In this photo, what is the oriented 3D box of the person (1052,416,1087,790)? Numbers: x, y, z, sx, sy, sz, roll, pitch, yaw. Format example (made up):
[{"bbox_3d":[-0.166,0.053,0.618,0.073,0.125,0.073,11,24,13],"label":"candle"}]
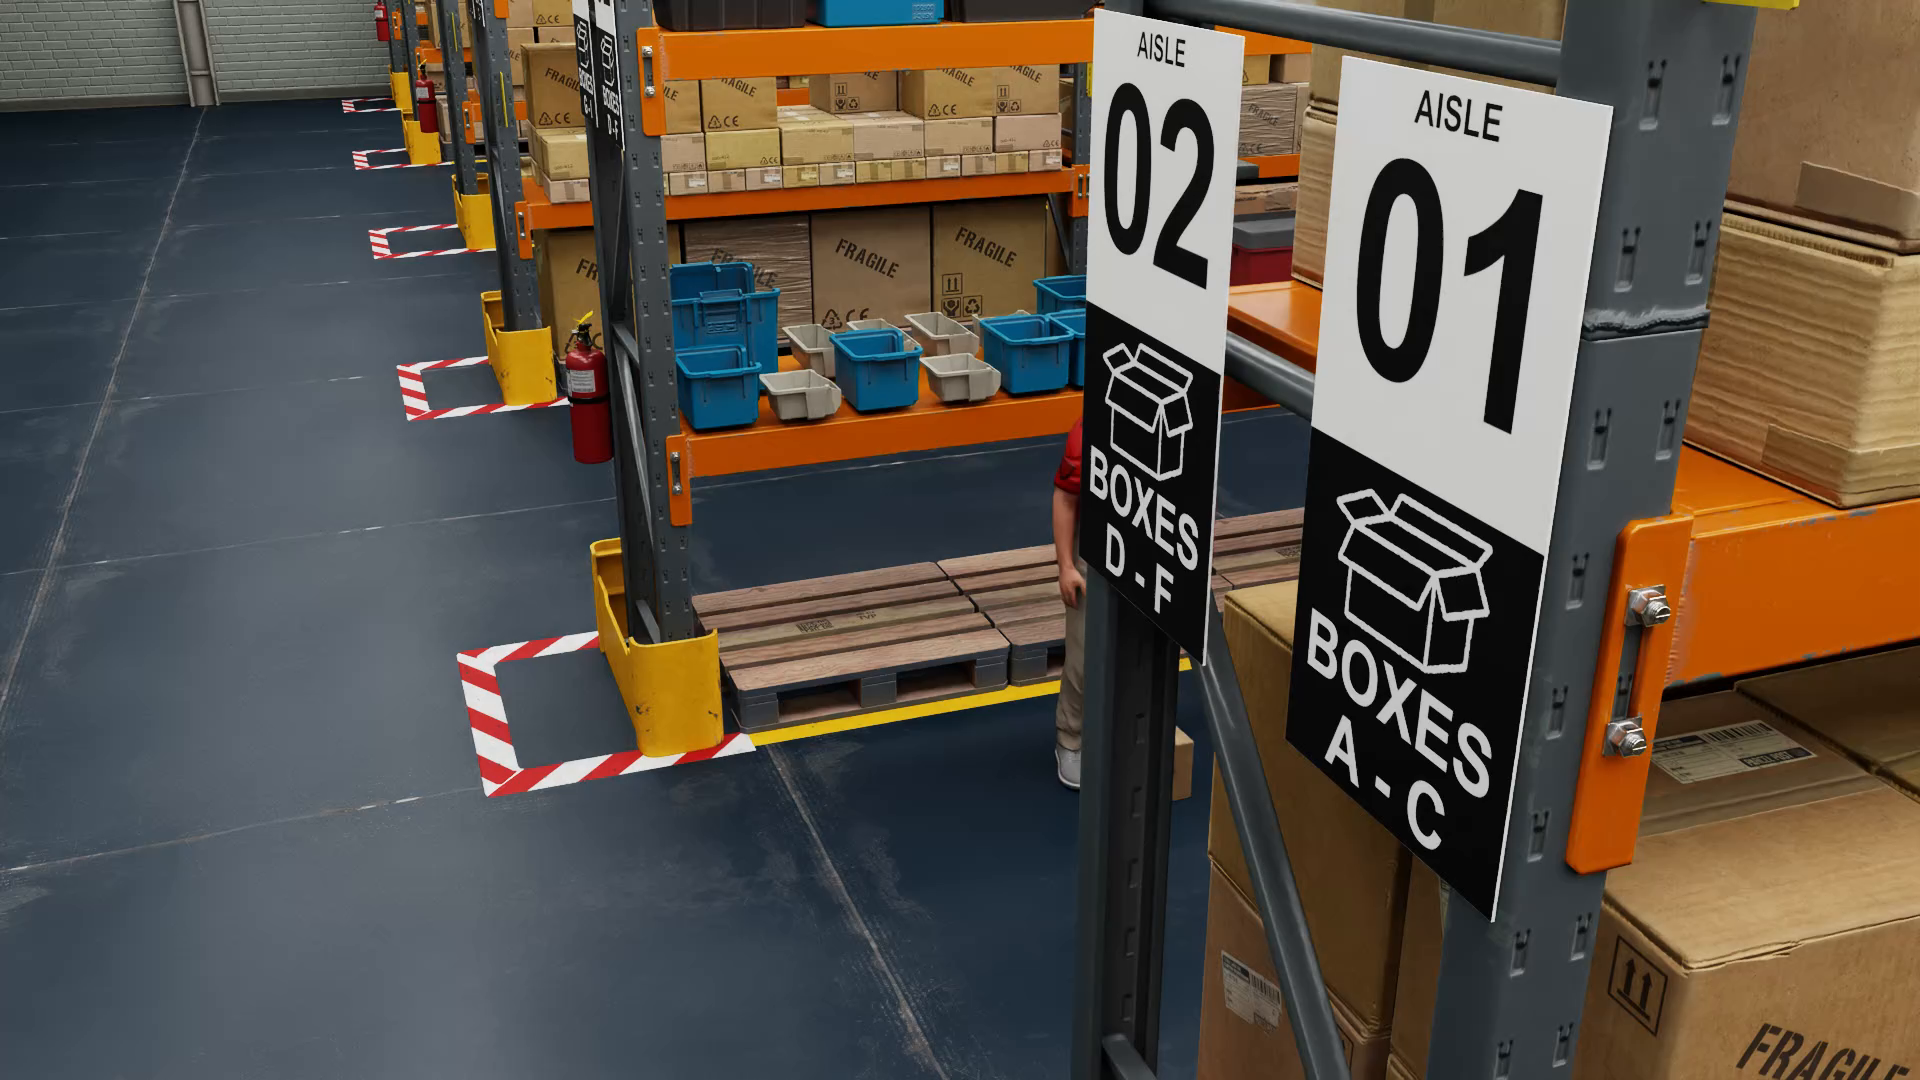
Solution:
[{"bbox_3d":[0.629,0.086,6.403,0.585,1.725,0.391,-9,24,-21],"label":"person"}]
